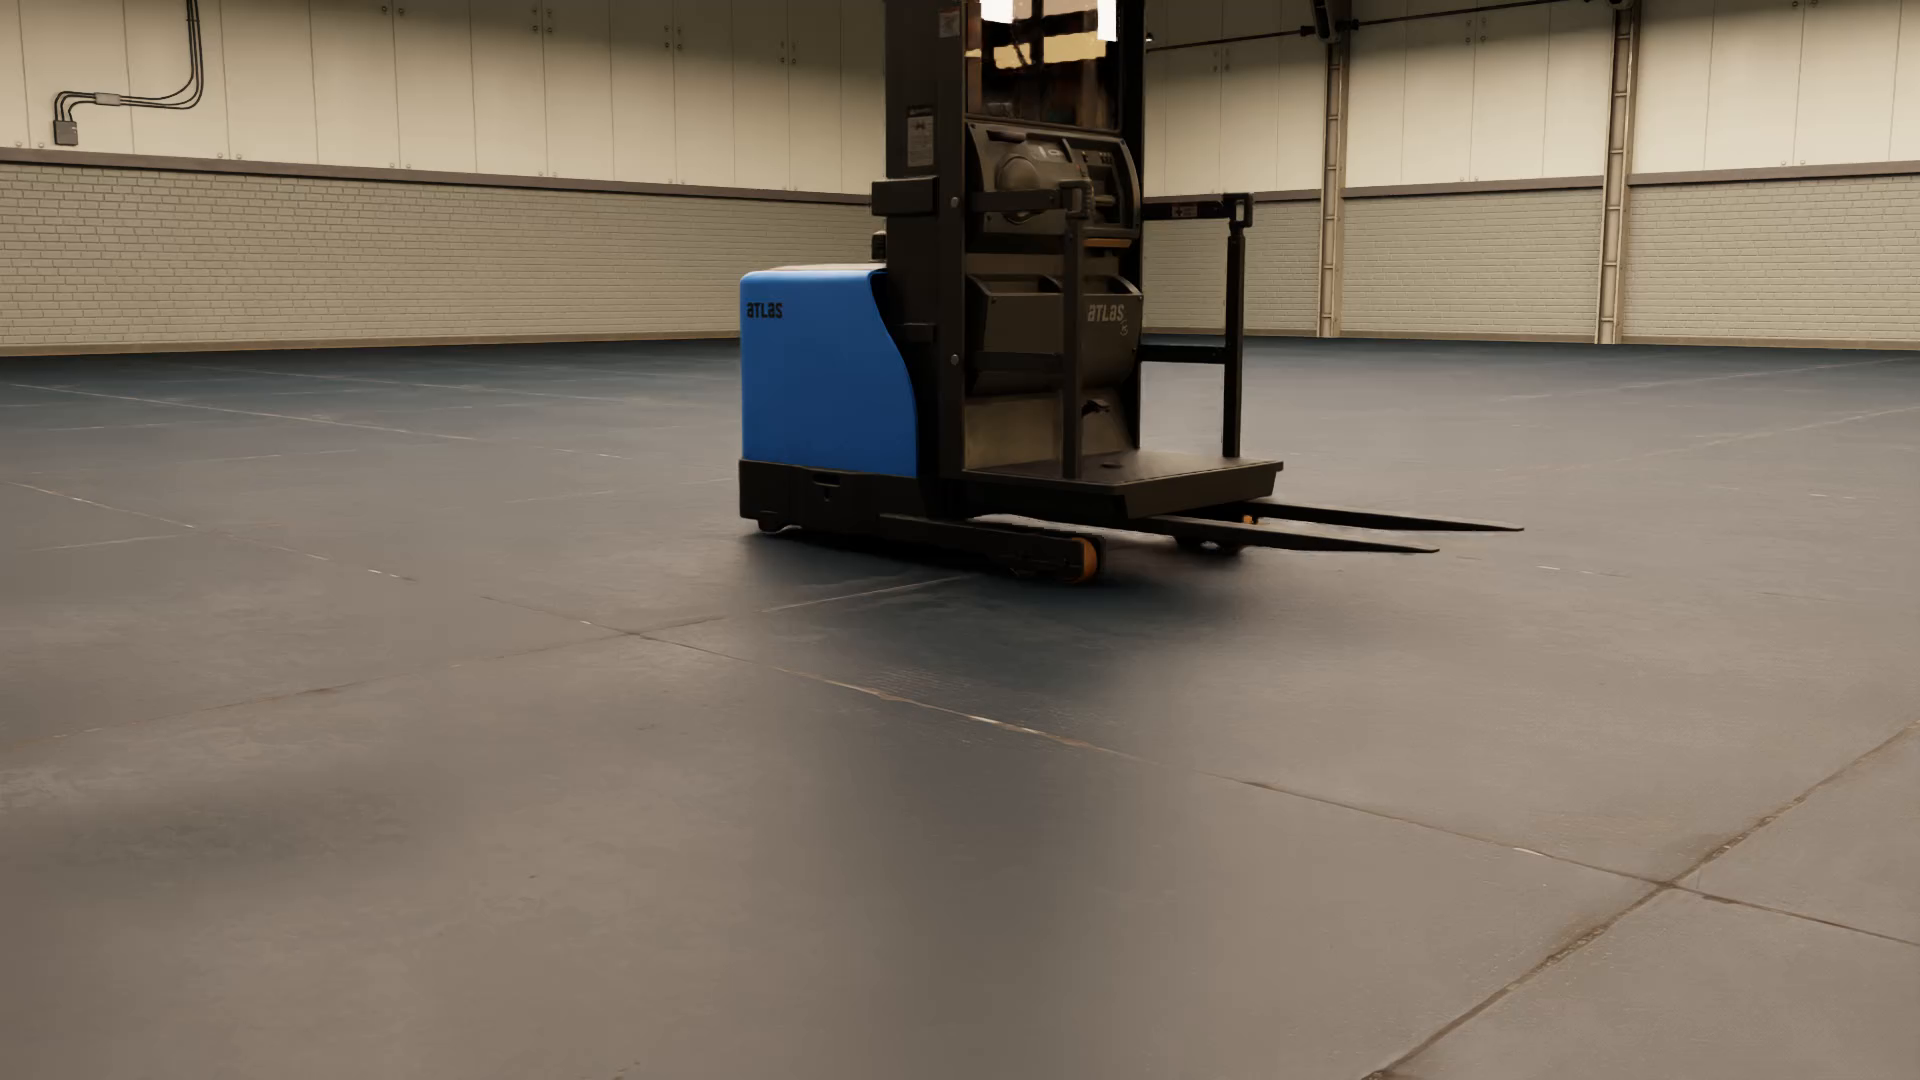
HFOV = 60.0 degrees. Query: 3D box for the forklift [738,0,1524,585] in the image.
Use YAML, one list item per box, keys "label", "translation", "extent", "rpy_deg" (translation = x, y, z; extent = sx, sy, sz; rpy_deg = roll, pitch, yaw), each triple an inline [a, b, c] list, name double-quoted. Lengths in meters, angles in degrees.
- label: "forklift"
  translation: [0.517, -1.383, 6.061]
  extent: [3.031, 2.935, 1.130]
  rpy_deg: [8, 11, 42]
